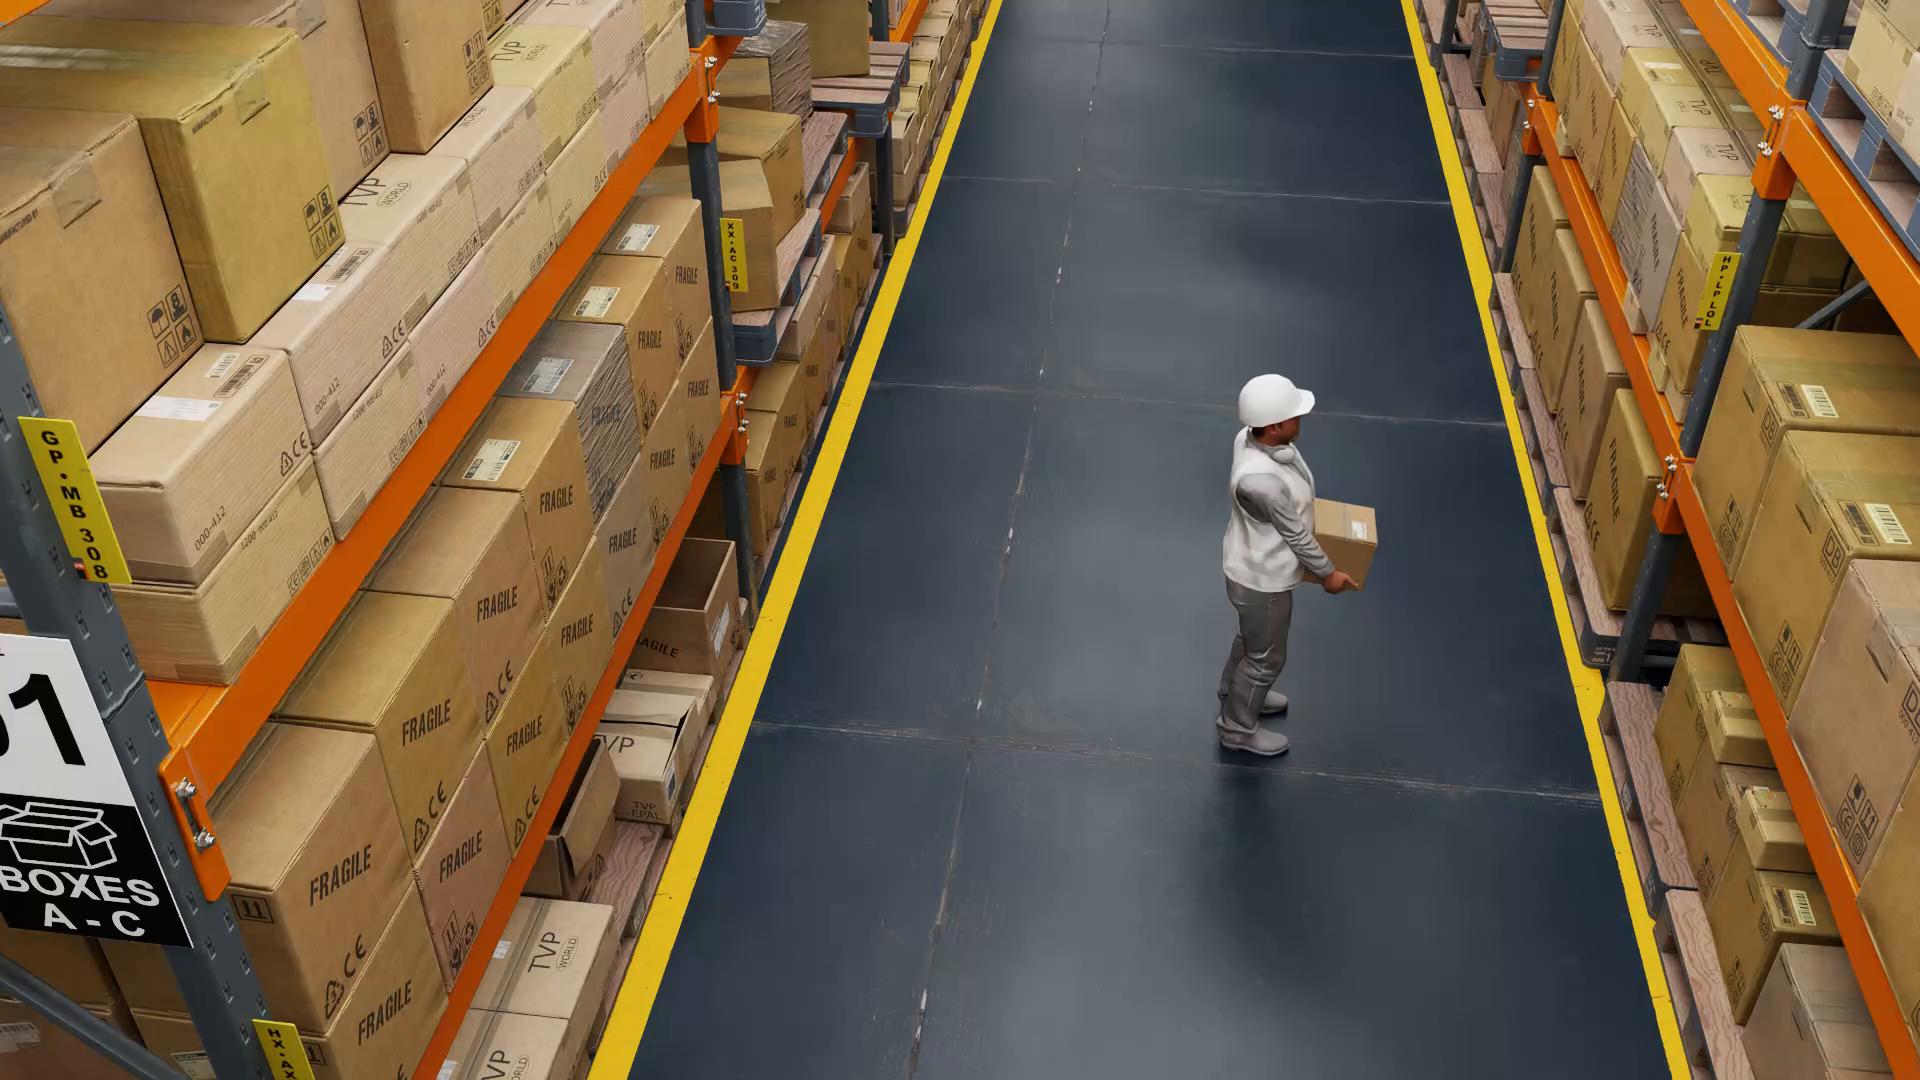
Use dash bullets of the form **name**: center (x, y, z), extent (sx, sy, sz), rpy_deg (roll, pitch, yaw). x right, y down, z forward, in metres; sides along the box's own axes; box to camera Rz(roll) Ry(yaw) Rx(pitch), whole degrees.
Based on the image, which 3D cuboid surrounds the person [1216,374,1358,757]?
- **person**: center (1.354, 0.103, 6.883), extent (0.550, 1.762, 0.494), rpy_deg (5, 36, 7)
